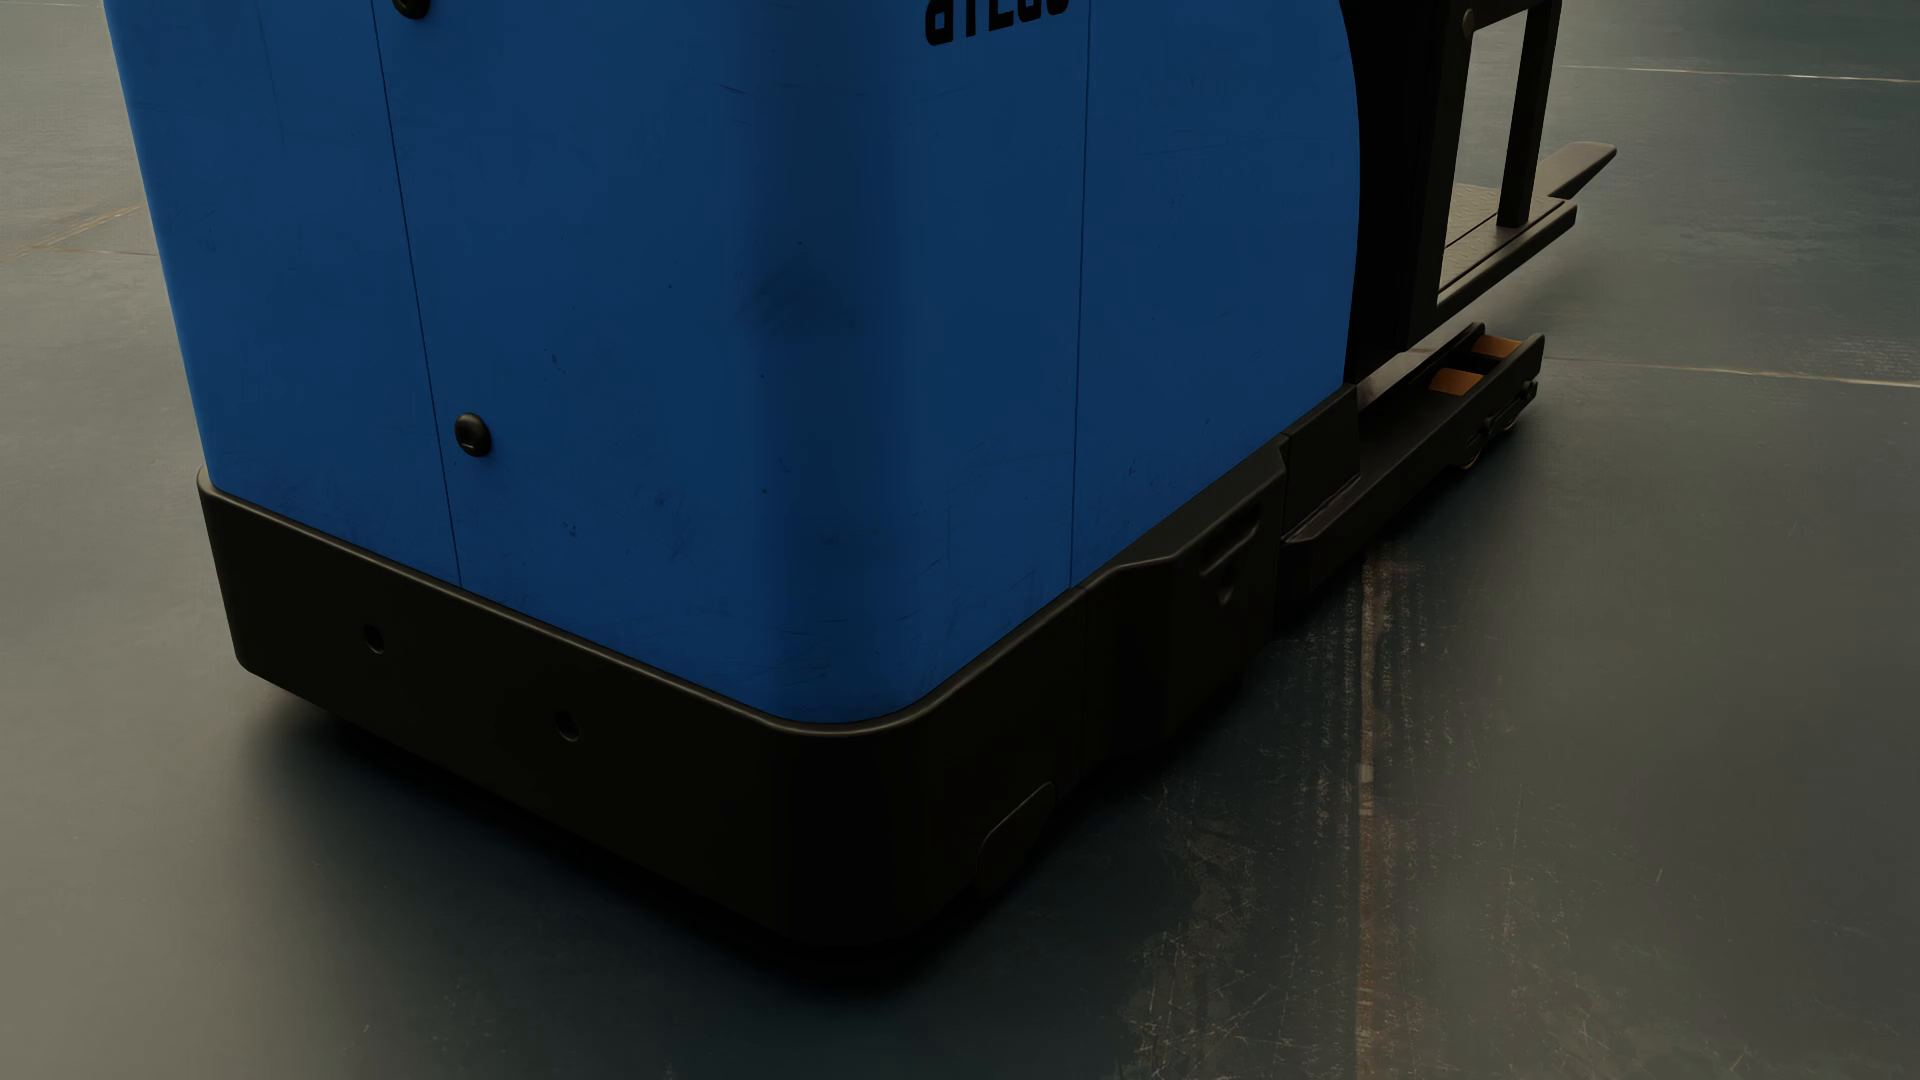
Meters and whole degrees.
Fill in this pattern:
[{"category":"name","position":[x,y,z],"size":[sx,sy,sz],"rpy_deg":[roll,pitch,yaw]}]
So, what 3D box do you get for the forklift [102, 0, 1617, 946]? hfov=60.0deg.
[{"category":"forklift","position":[0.349,-1.534,2.287],"size":[1.130,2.935,3.031],"rpy_deg":[17,32,31]}]
